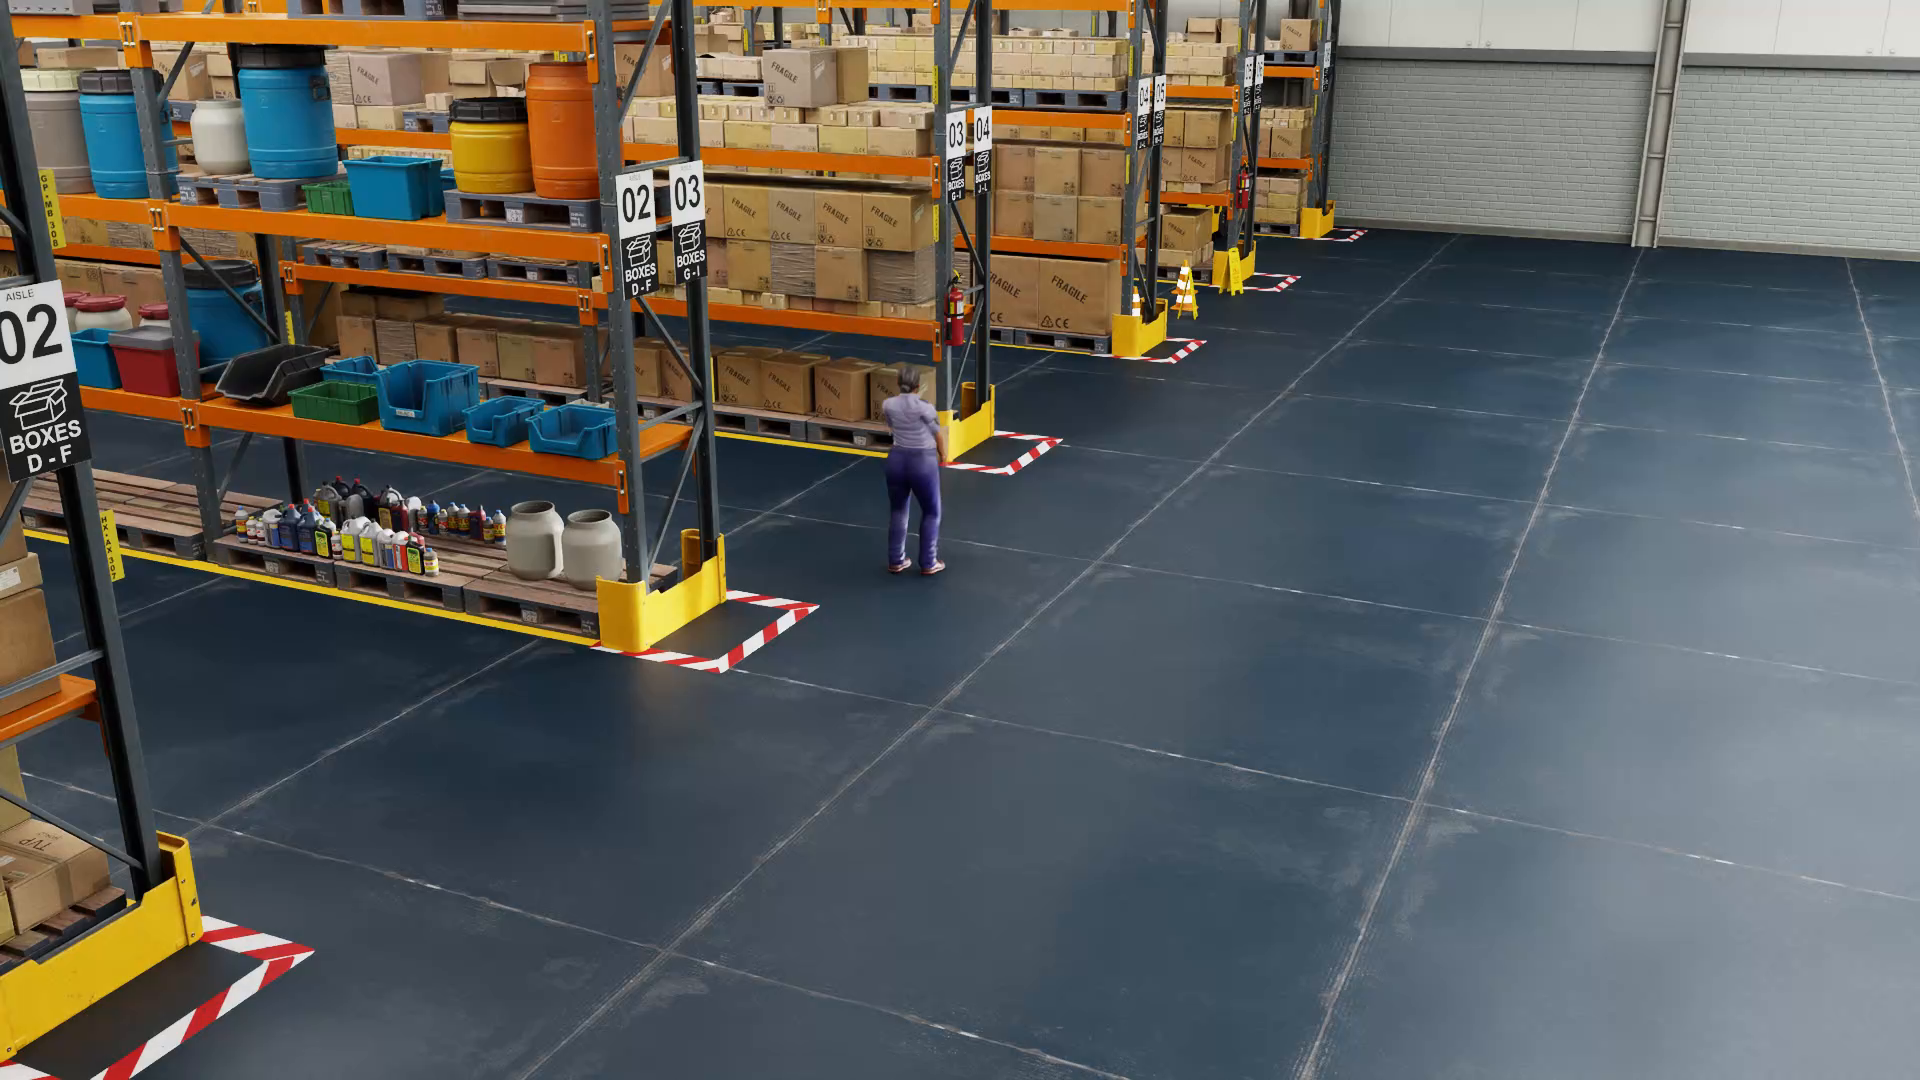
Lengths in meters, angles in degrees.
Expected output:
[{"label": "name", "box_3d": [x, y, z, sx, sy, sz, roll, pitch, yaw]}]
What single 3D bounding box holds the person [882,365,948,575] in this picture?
[{"label": "person", "box_3d": [-0.332, -0.549, 12.683, 0.441, 1.646, 0.519, 8, 21, 23]}]
